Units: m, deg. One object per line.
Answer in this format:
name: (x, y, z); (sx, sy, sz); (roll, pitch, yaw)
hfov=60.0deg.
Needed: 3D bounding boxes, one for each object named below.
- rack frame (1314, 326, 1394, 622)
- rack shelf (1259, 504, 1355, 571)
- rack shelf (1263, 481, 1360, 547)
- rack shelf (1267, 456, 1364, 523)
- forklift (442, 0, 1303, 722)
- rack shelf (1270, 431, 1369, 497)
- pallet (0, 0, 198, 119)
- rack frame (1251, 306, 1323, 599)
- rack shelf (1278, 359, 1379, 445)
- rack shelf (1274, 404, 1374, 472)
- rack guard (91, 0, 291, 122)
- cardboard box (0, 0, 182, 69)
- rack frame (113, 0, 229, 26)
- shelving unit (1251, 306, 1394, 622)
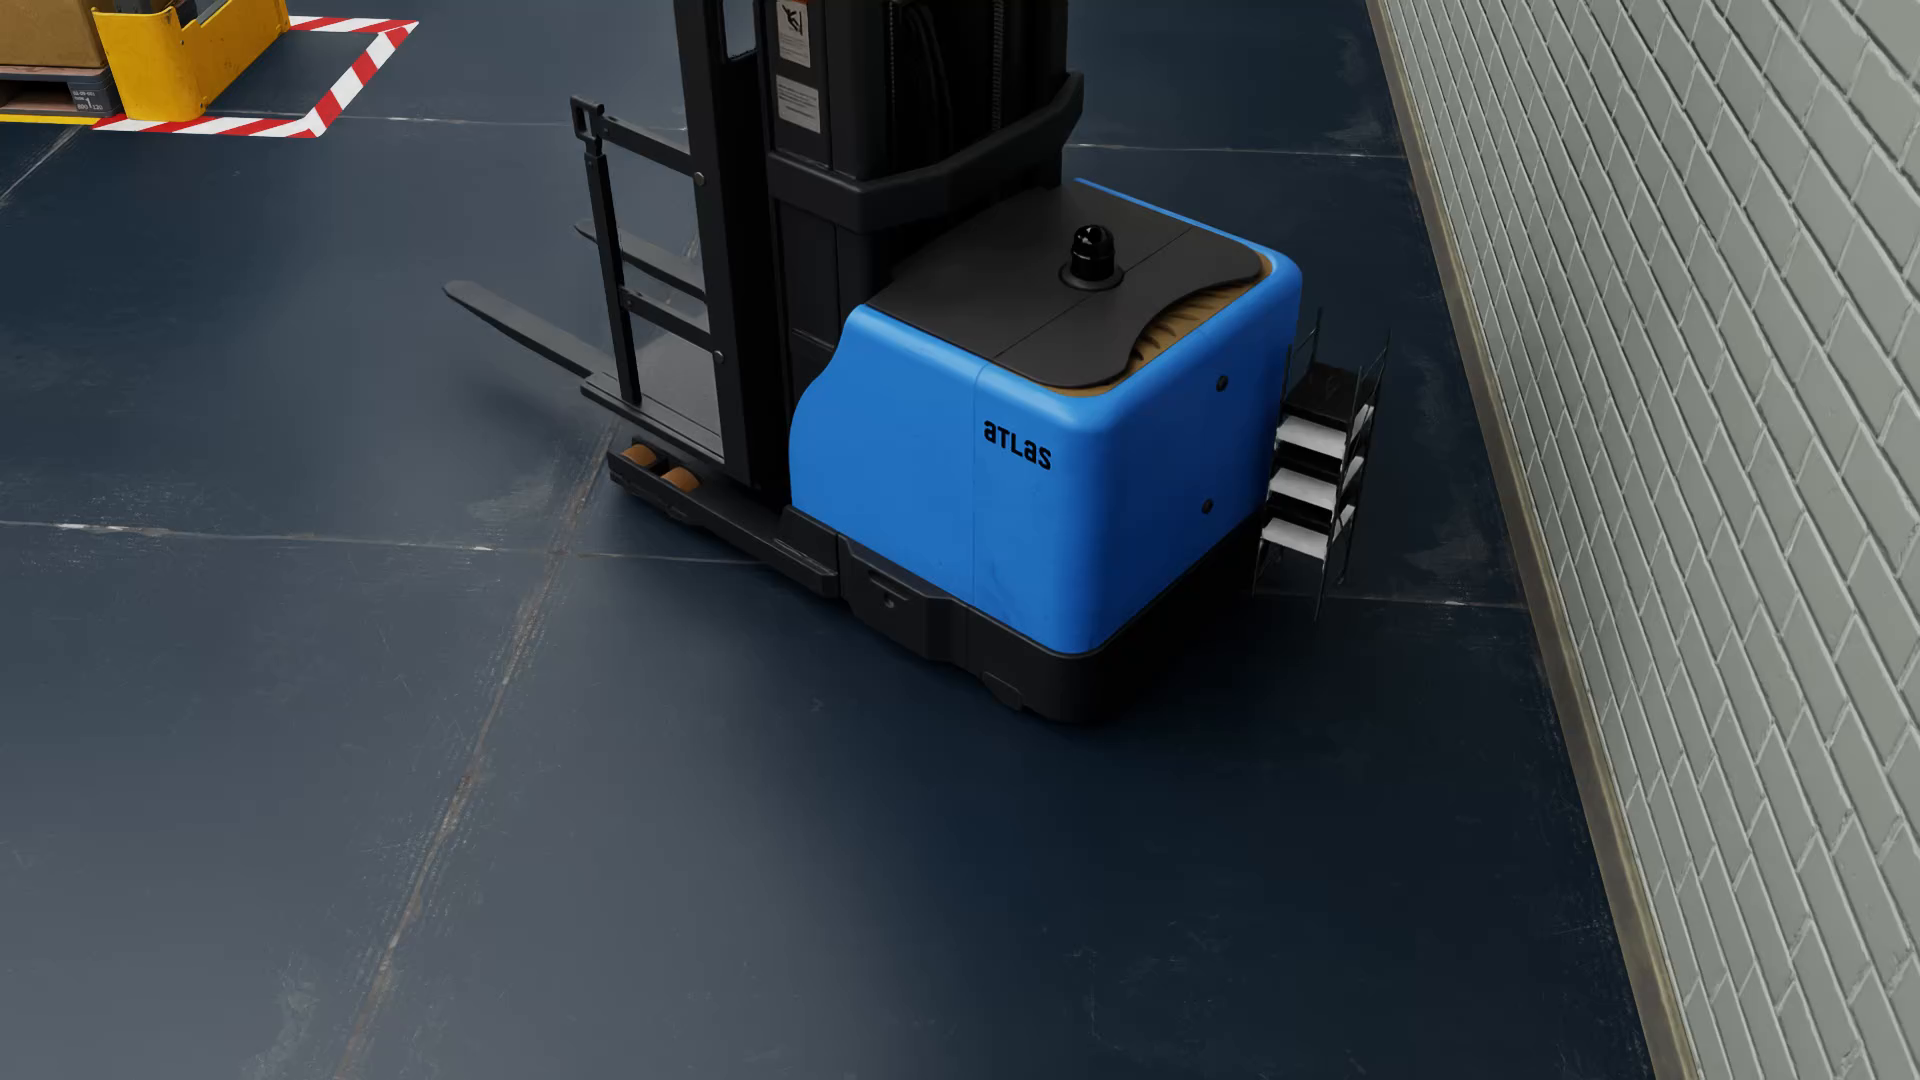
rack frame: (1.119, -0.170, 4.747); (0.006, 0.900, 0.240); (21, 44, 24)
rack shelf: (1.032, -0.038, 4.922); (0.200, 0.077, 0.258); (21, 44, 24)
rack shelf: (1.032, -0.108, 4.865); (0.200, 0.077, 0.258); (21, 44, 24)
rack shelf: (1.032, -0.178, 4.809); (0.200, 0.077, 0.258); (21, 44, 24)
forklift: (-0.508, -1.427, 4.681); (3.031, 2.935, 1.130); (28, 47, 30)
rack shelf: (1.032, -0.248, 4.752); (0.200, 0.077, 0.258); (21, 44, 24)
pallet: (-4.444, -2.359, 7.981); (1.213, 0.211, 1.003); (3, 39, 4)
rack frame: (0.946, -0.237, 4.829); (0.006, 0.900, 0.240); (21, 44, 24)
rack shelf: (1.032, -0.387, 4.638); (0.200, 0.077, 0.258); (21, 44, 24)
rack shelf: (1.032, -0.318, 4.695); (0.200, 0.077, 0.258); (21, 44, 24)
rack guard: (-3.616, -2.475, 7.895); (0.348, 0.500, 1.175); (3, 39, 4)
cardboard box: (-4.285, -2.769, 7.627); (0.875, 0.875, 0.875); (3, 39, 4)
rack frame: (-3.640, -3.446, 7.108); (0.127, 3.000, 1.000); (3, 39, 4)
shelving unit: (1.032, -0.204, 4.788); (0.210, 0.900, 0.258); (21, 44, 24)
